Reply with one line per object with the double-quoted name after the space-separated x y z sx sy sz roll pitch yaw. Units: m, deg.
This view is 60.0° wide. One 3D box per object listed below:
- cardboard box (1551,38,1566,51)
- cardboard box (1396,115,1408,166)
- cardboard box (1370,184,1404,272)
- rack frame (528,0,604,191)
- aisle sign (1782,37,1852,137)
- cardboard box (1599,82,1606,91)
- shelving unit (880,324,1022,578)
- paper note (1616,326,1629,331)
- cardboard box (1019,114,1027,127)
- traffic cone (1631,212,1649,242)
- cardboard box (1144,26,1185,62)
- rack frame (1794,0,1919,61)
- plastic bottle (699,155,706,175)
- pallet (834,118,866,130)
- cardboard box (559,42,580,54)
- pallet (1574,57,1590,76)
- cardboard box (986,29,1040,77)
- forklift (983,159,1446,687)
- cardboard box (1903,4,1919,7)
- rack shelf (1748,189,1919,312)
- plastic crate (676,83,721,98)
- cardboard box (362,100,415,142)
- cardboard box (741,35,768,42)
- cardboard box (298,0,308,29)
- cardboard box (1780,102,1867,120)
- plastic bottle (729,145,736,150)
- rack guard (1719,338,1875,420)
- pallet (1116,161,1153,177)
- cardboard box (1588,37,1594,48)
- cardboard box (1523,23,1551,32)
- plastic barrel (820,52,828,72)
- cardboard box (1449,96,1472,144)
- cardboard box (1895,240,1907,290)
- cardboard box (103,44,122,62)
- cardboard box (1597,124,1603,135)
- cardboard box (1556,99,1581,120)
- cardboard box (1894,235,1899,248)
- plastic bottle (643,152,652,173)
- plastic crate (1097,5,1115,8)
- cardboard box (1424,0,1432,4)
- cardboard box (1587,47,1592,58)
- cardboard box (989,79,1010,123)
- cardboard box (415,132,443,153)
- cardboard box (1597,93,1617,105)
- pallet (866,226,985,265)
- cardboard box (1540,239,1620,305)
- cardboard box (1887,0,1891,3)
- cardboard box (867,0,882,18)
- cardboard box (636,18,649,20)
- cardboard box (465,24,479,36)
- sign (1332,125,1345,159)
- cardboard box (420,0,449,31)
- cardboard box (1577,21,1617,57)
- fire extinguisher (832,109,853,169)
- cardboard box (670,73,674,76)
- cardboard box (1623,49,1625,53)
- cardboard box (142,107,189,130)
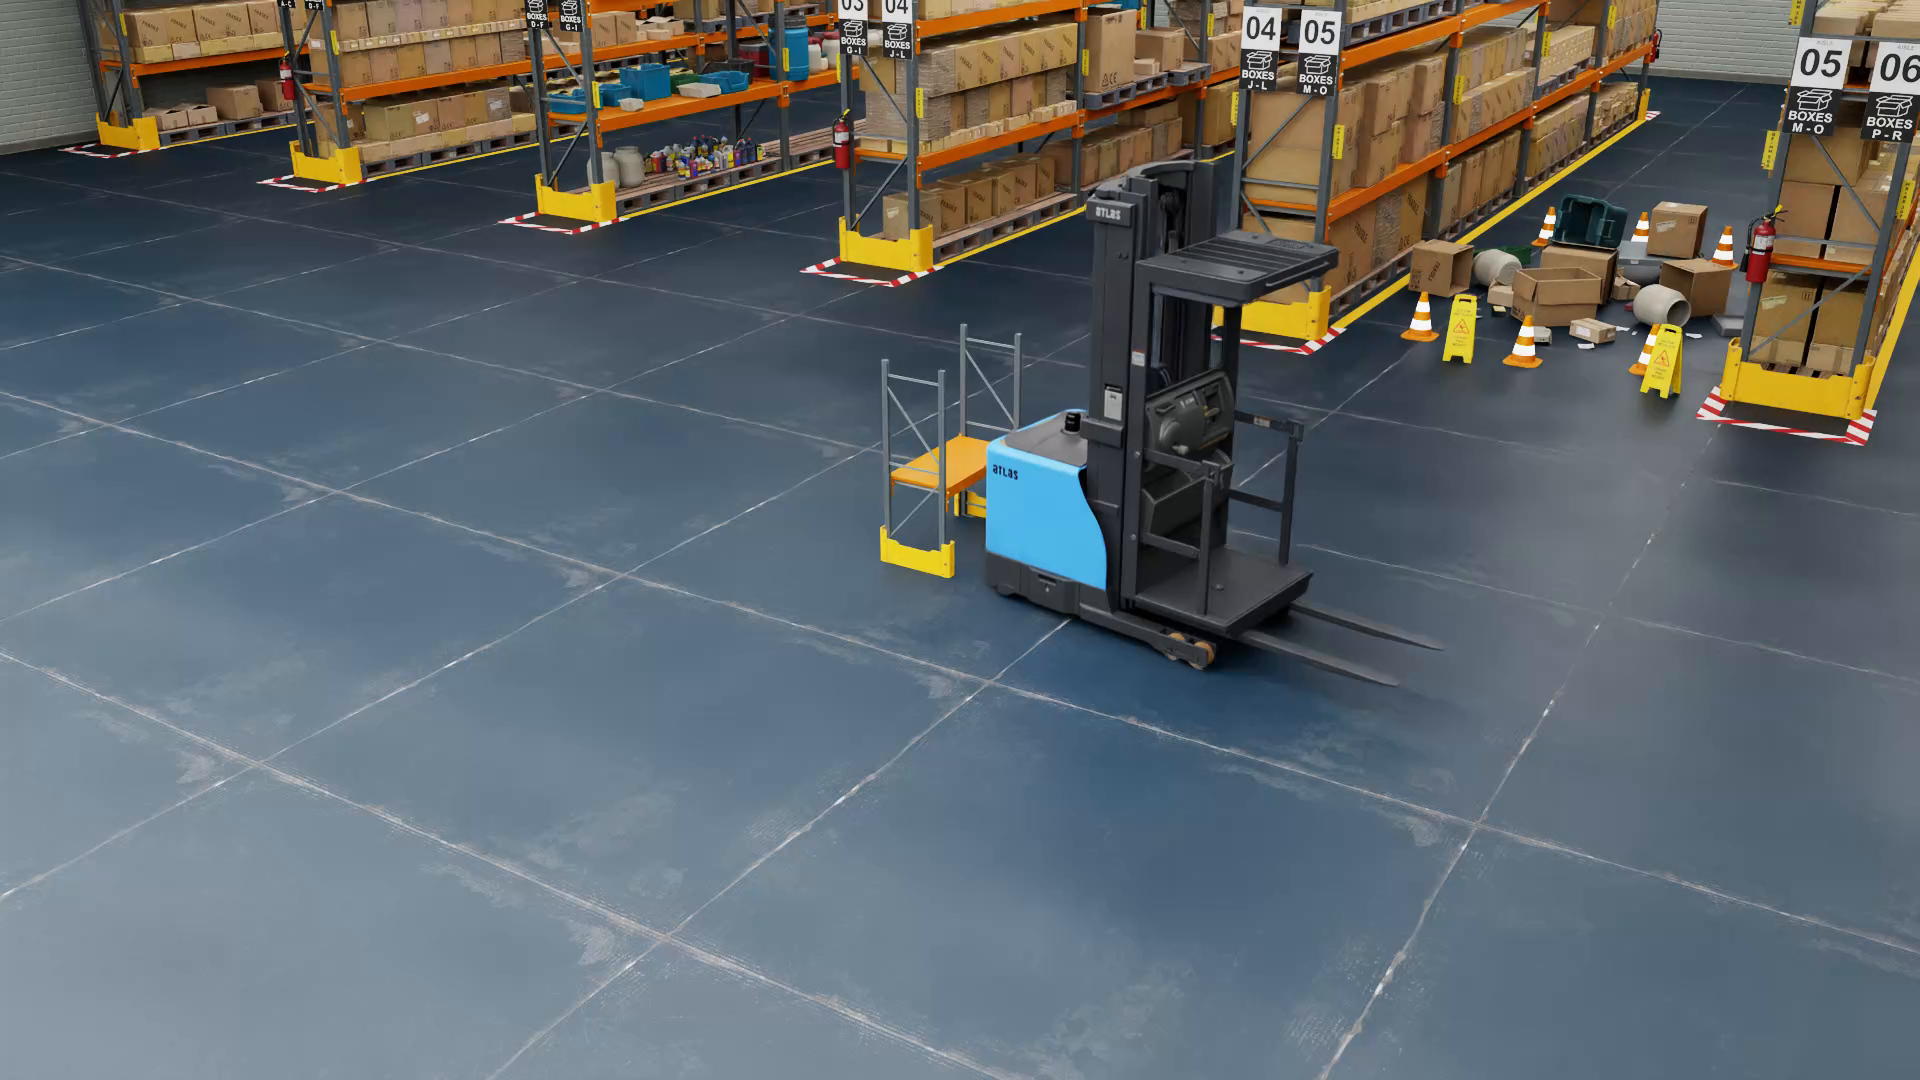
8.558 -7.196 24.136 0.380 0.149 0.250 15 27 31 "cardboard box"
4.508 -4.530 18.750 0.875 0.550 0.550 14 27 29 "cardboard box"
4.485 -3.651 19.055 0.875 0.875 0.875 14 27 29 "cardboard box"
-5.130 -5.698 21.636 1.000 3.000 0.127 14 27 29 "rack frame"
7.218 -3.816 14.017 0.394 0.787 0.004 14 27 29 "aisle sign"
11.070 -7.920 29.080 0.380 0.149 0.250 14 27 30 "cardboard box"
-0.040 -0.663 11.893 0.587 1.500 1.083 14 27 29 "shelving unit"
6.880 -2.207 17.323 0.142 0.019 0.148 -17 29 -35 "paper note"
0.622 -5.349 21.146 0.380 0.149 0.250 14 27 29 "cardboard box"
8.375 -3.788 20.418 0.336 0.463 0.334 14 27 29 "traffic cone"
3.047 -7.408 24.932 0.500 0.500 0.500 10 25 23 "cardboard box"
7.497 -5.336 13.249 1.000 3.000 0.127 14 27 29 "rack frame"
-3.676 -5.344 23.698 0.097 0.271 0.097 0 23 0 "plastic bottle"
-1.352 -6.865 27.842 1.003 0.211 1.213 14 27 29 "pallet"
-6.585 -8.228 27.797 0.380 0.149 0.250 14 27 29 "cardboard box"
9.041 -7.321 25.627 1.003 0.211 1.213 14 27 29 "pallet"
0.657 -6.104 20.815 0.500 0.500 0.500 14 27 29 "cardboard box"
1.611 -0.776 10.353 3.031 2.935 1.130 19 30 36 "forklift"
8.613 -4.691 14.848 0.380 0.149 0.250 15 27 30 "cardboard box"
8.552 -2.928 16.143 1.077 0.370 4.000 14 27 29 "rack shelf"
-3.662 -6.326 23.418 0.530 0.136 0.437 14 27 29 "plastic crate"
-8.603 -6.316 25.052 0.500 0.500 0.500 14 27 29 "cardboard box"
-3.996 -9.736 32.614 0.500 0.250 0.500 14 27 29 "cardboard box"
-11.424 -9.184 28.909 0.500 0.500 0.500 14 27 29 "cardboard box"
8.036 -3.805 15.506 0.700 0.500 0.500 14 27 28 "cardboard box"
-3.356 -5.680 24.469 0.152 0.276 0.135 14 27 29 "plastic bottle"
7.537 -1.462 14.997 1.175 0.500 0.348 14 27 29 "rack guard"
2.240 -5.407 24.474 1.003 0.211 1.213 14 27 29 "pallet"
9.526 -7.675 25.616 0.380 0.149 0.250 15 27 31 "cardboard box"
8.969 -7.950 25.878 0.380 0.149 0.250 15 28 32 "cardboard box"
-2.192 -7.399 25.740 0.301 0.262 0.301 0 23 0 "plastic barrel"
5.854 -5.103 20.137 0.500 0.500 0.500 14 27 30 "cardboard box"
9.256 -2.780 16.885 0.500 0.500 0.500 14 27 30 "cardboard box"
-13.465 -7.913 26.916 0.500 0.250 0.500 14 27 30 "cardboard box"
10.173 -6.666 26.933 0.380 0.149 0.250 15 27 30 "cardboard box"
9.107 -6.551 25.281 0.500 0.250 0.500 15 28 31 "cardboard box"
8.355 -2.776 15.202 0.380 0.149 0.250 14 27 30 "cardboard box"
-4.488 -5.408 23.832 0.061 0.283 0.133 15 27 30 "plastic bottle"
2.868 -10.596 33.208 0.396 0.136 0.243 14 27 29 "plastic crate"
4.892 -5.903 17.997 0.380 0.149 0.250 14 27 30 "cardboard box"
9.527 -7.538 25.675 0.380 0.149 0.250 13 27 28 "cardboard box"
0.127 -5.542 20.776 0.875 0.500 0.500 14 27 29 "cardboard box"
-8.340 -6.140 25.591 0.500 0.250 0.500 14 27 29 "cardboard box"
10.772 -7.389 27.853 0.380 0.149 0.250 14 27 29 "cardboard box"
-0.424 -3.673 20.468 1.003 0.211 1.213 14 27 29 "pallet"
6.759 -2.940 18.238 0.797 0.637 0.503 14 27 29 "cardboard box"
9.051 -5.429 16.551 0.380 0.149 0.250 15 27 31 "cardboard box"
-0.884 -6.183 19.171 0.500 0.250 0.500 15 27 30 "cardboard box"
-6.981 -11.391 36.588 0.380 0.149 0.250 14 27 29 "cardboard box"
-7.726 -7.951 25.898 0.380 0.149 0.250 14 27 29 "cardboard box"
3.706 -3.902 16.297 0.100 0.325 0.005 14 27 29 "sign"
-8.249 -8.069 25.355 0.700 0.500 0.500 14 27 29 "cardboard box"
10.043 -7.933 26.299 0.500 0.500 0.500 13 27 28 "cardboard box"
-1.374 -4.682 19.388 0.296 0.674 0.183 14 27 29 "fire extinguisher"
-5.452 -8.220 29.689 0.500 0.311 0.500 13 27 28 "cardboard box"
10.866 -8.193 27.715 0.380 0.149 0.250 14 27 30 "cardboard box"
-13.106 -6.957 27.374 0.500 0.311 0.500 11 26 23 "cardboard box"
